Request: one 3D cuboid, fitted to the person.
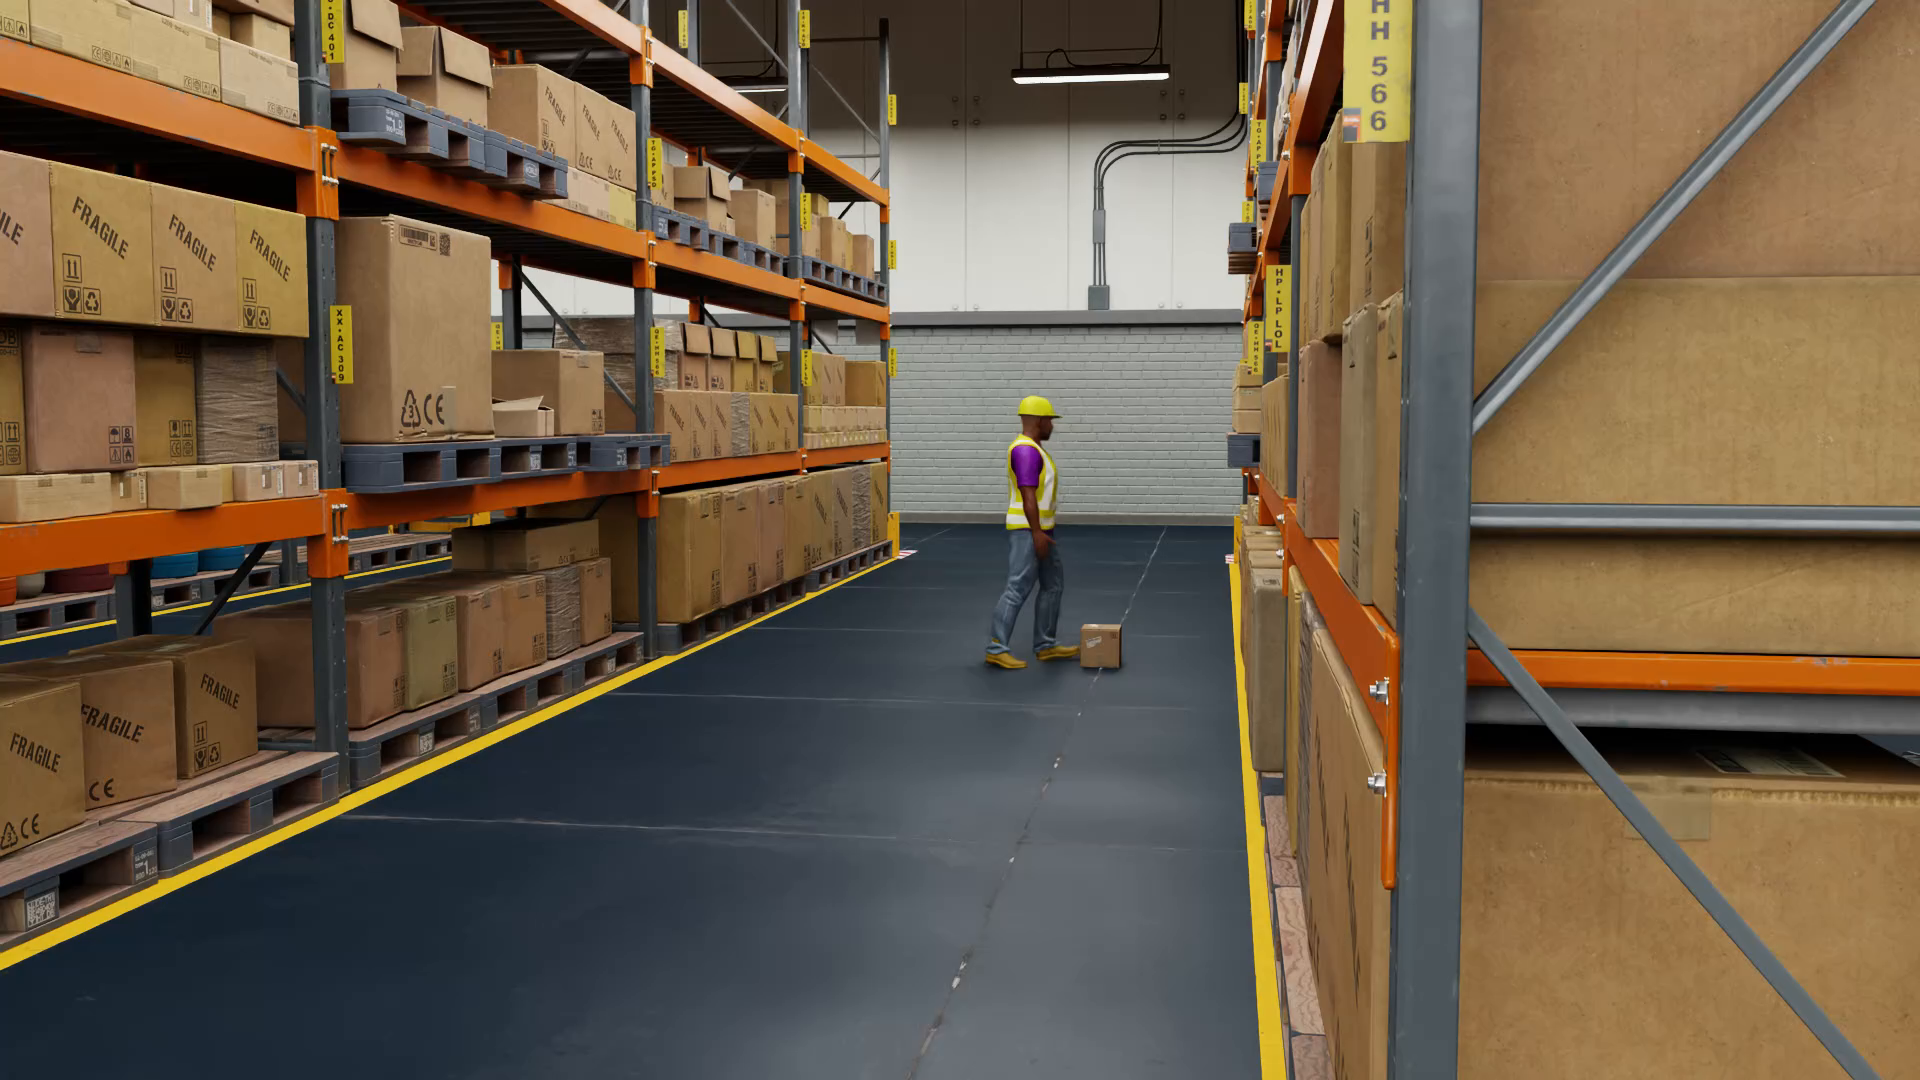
[{"bbox_3d":[0.483,-0.061,10.886,0.606,1.761,0.608,1,4,8],"label":"person"}]
